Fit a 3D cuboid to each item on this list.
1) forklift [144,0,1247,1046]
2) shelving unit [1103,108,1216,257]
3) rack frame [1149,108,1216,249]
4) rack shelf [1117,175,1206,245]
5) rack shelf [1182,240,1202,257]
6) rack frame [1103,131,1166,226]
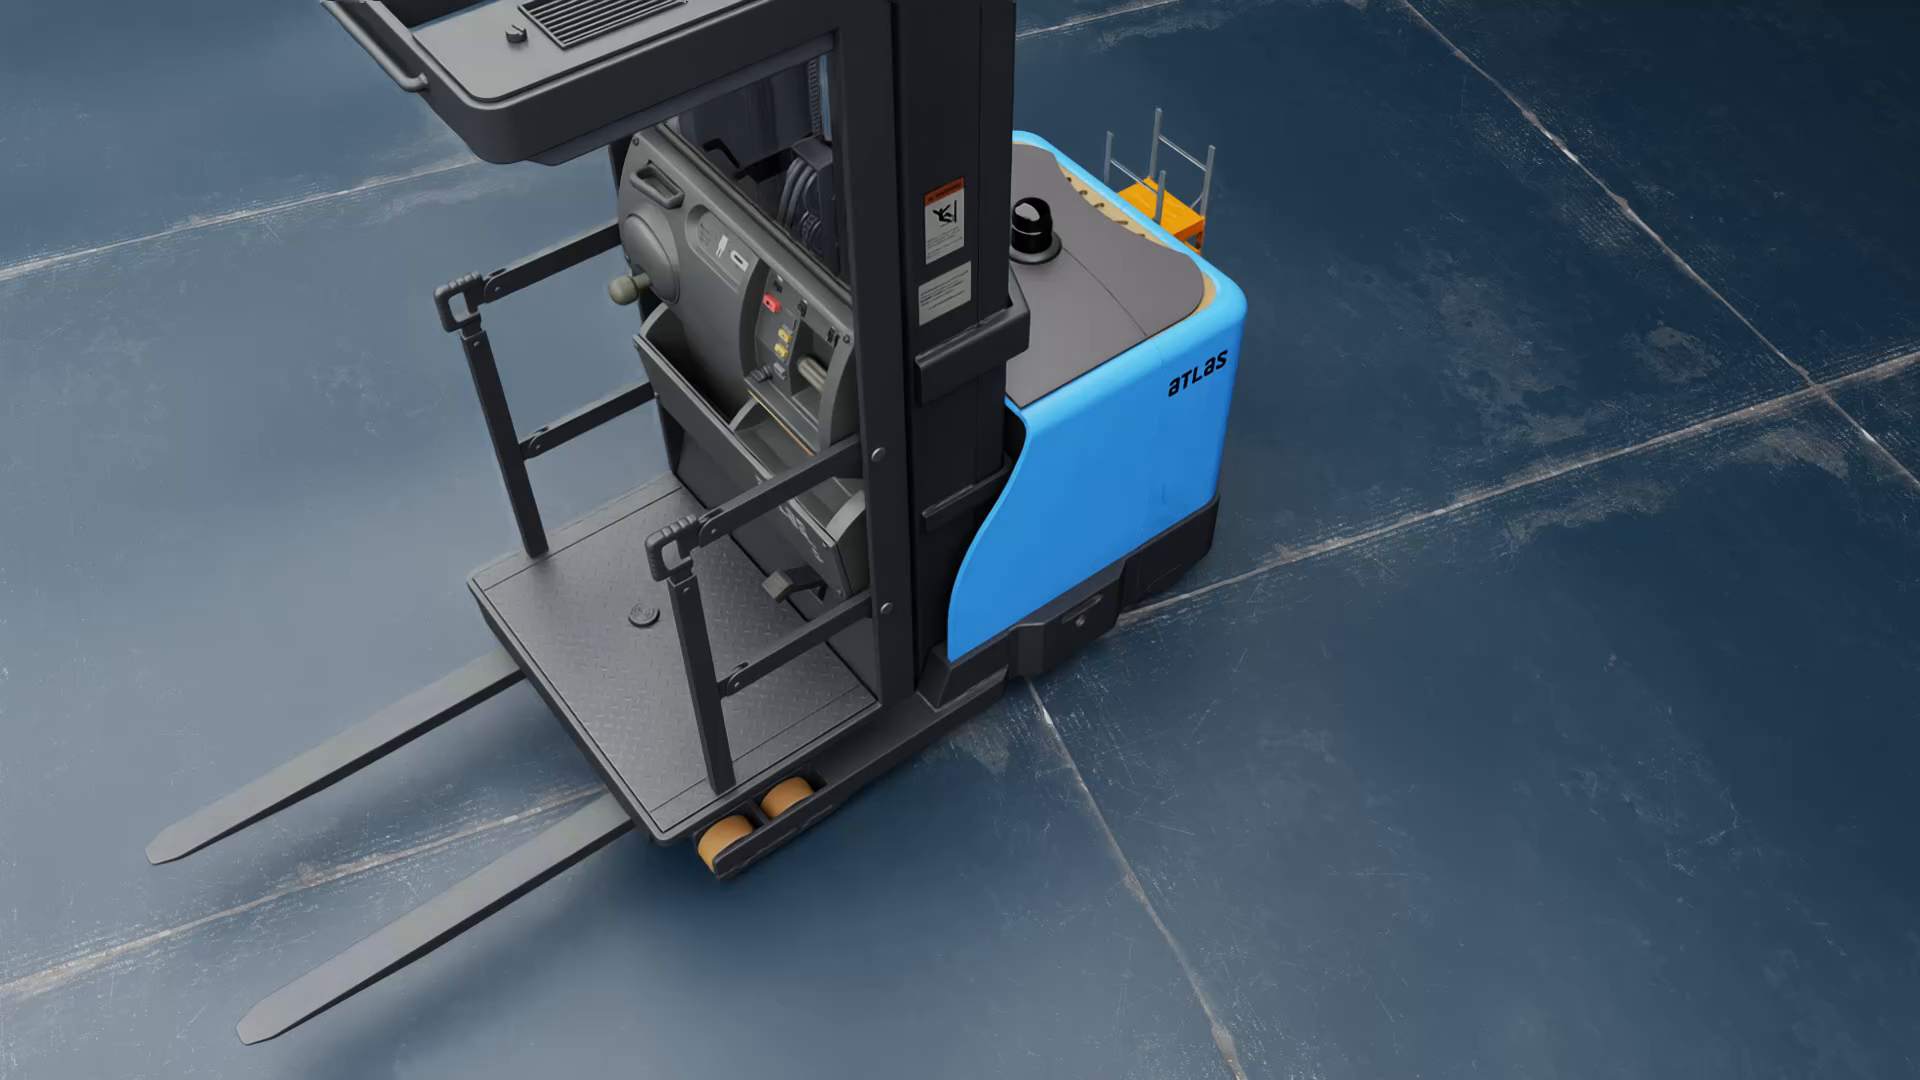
[{"bbox_3d":[-0.696,-0.514,3.760,3.031,2.935,1.130,-30,56,-23],"label":"forklift"},{"bbox_3d":[0.560,-0.722,5.079,0.189,1.200,0.258,-30,56,-23],"label":"shelving unit"},{"bbox_3d":[0.632,-0.764,5.115,0.006,1.200,0.240,-30,56,-23],"label":"rack frame"},{"bbox_3d":[0.560,-0.927,4.840,0.180,0.103,0.258,-30,56,-23],"label":"rack shelf"},{"bbox_3d":[0.560,-0.849,4.931,0.180,0.103,0.258,-30,56,-23],"label":"rack shelf"},{"bbox_3d":[0.487,-0.679,5.043,0.006,1.200,0.240,-30,56,-23],"label":"rack frame"}]
